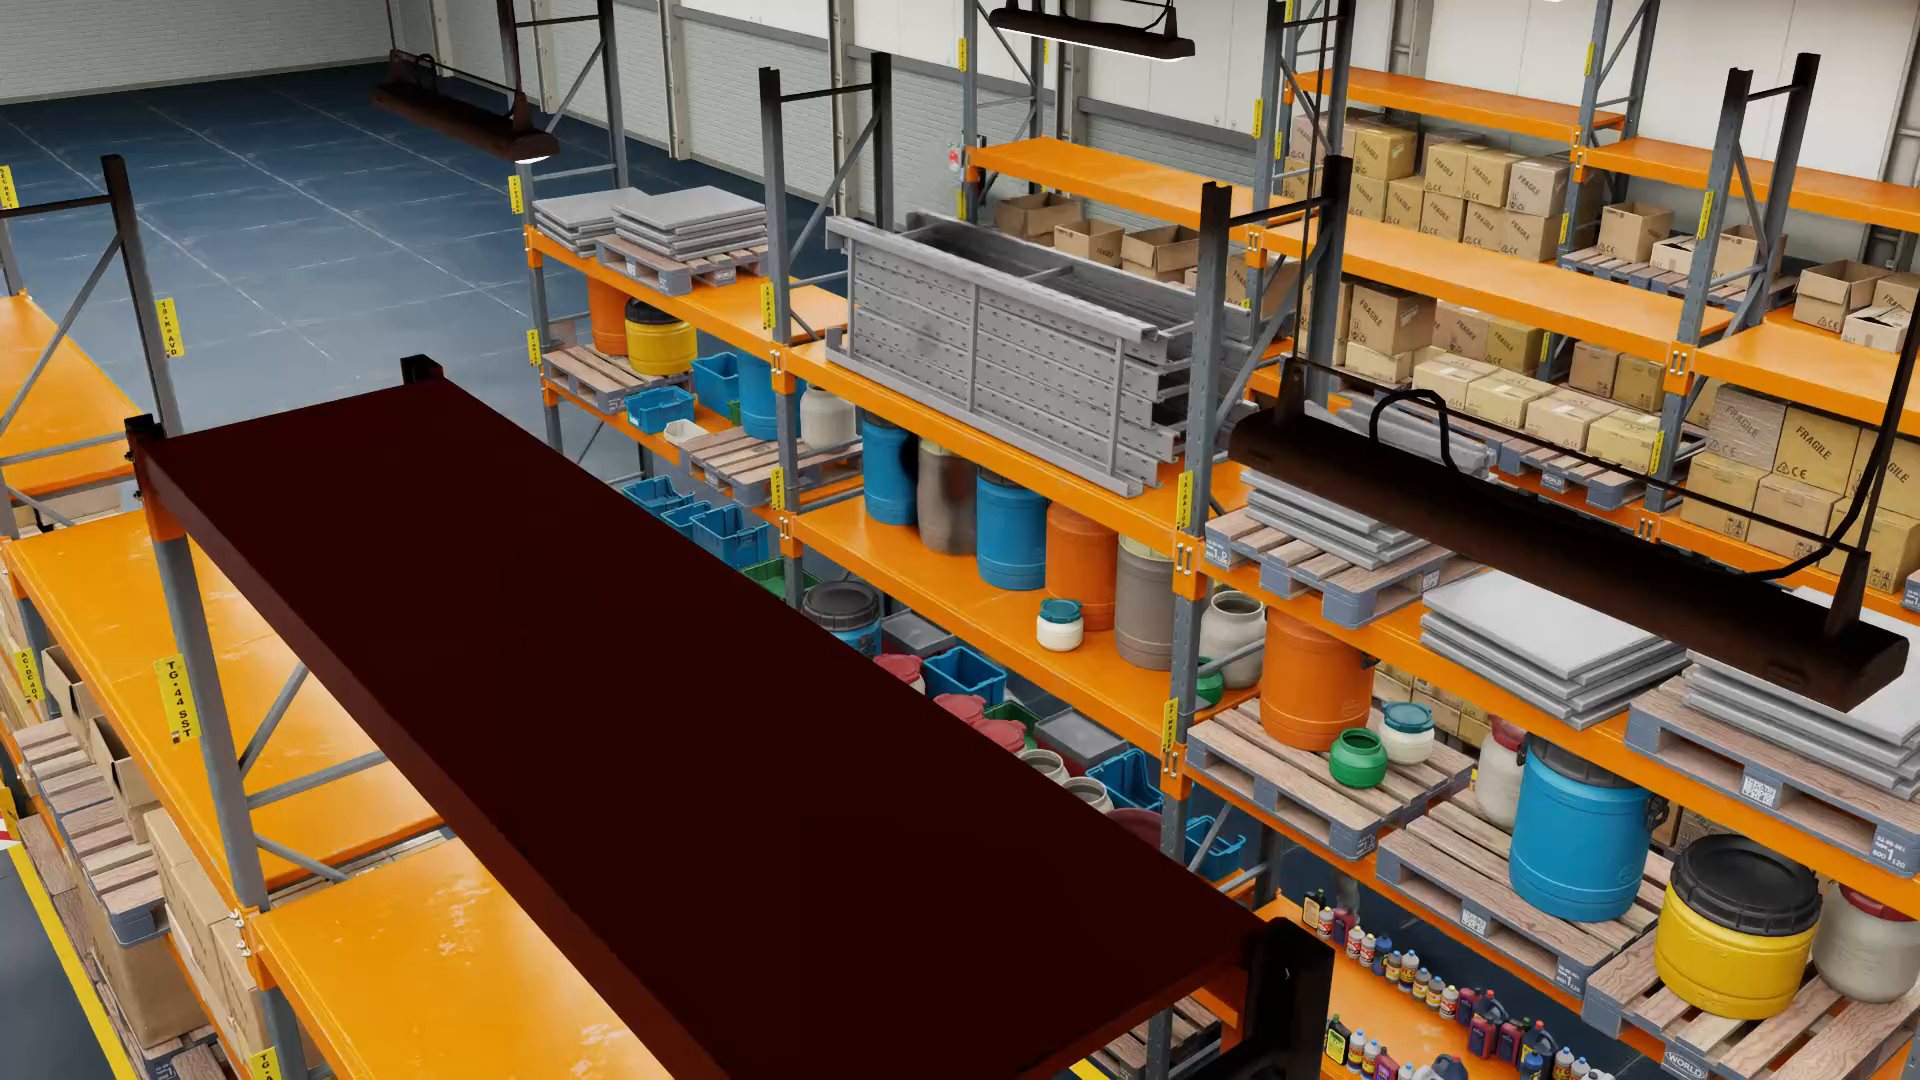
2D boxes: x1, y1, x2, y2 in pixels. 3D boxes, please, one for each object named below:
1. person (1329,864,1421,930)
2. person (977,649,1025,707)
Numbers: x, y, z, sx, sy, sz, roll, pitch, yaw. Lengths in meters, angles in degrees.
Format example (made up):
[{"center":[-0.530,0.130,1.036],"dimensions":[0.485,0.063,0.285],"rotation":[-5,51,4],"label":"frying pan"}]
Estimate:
[{"center":[3.021,2.137,11.913],"dimensions":[0.814,1.786,0.672],"rotation":[22,33,38],"label":"person"},{"center":[0.359,1.002,14.433],"dimensions":[0.536,1.586,0.953],"rotation":[-15,30,-28],"label":"person"}]
